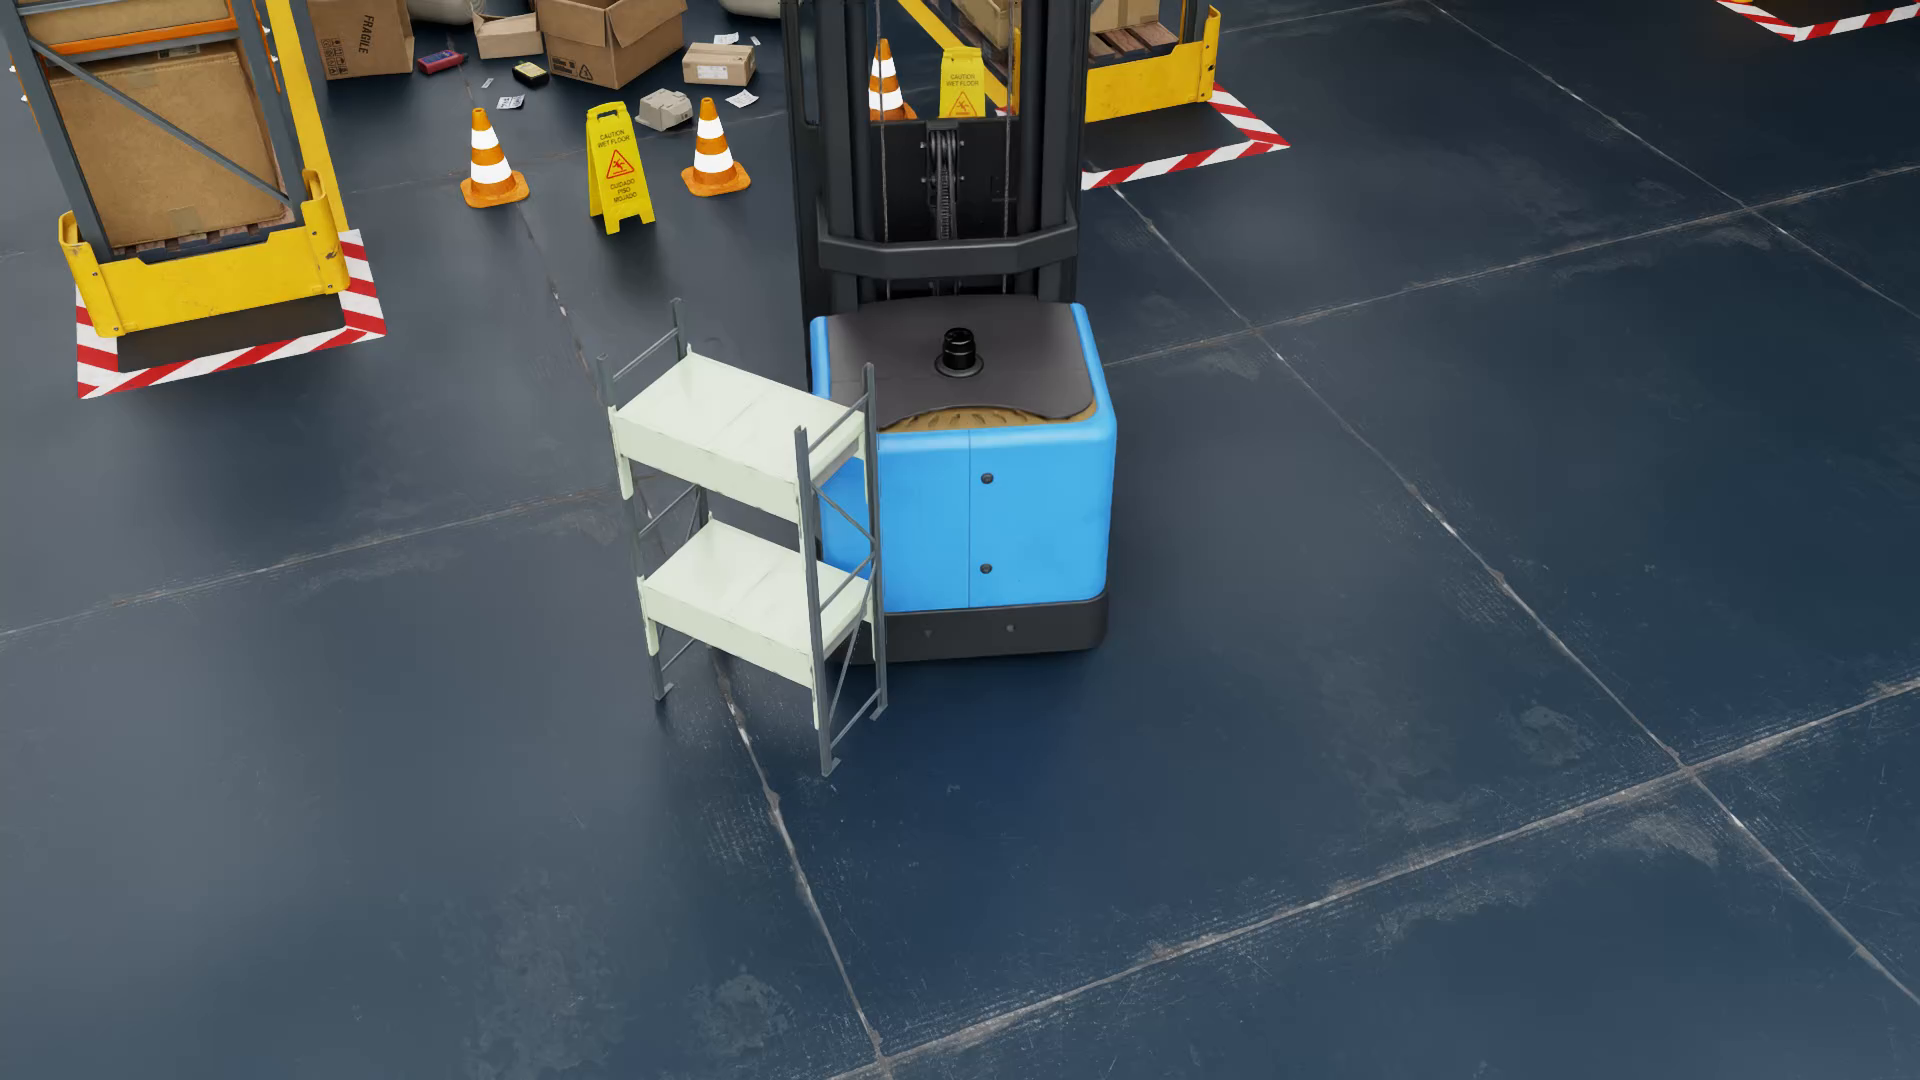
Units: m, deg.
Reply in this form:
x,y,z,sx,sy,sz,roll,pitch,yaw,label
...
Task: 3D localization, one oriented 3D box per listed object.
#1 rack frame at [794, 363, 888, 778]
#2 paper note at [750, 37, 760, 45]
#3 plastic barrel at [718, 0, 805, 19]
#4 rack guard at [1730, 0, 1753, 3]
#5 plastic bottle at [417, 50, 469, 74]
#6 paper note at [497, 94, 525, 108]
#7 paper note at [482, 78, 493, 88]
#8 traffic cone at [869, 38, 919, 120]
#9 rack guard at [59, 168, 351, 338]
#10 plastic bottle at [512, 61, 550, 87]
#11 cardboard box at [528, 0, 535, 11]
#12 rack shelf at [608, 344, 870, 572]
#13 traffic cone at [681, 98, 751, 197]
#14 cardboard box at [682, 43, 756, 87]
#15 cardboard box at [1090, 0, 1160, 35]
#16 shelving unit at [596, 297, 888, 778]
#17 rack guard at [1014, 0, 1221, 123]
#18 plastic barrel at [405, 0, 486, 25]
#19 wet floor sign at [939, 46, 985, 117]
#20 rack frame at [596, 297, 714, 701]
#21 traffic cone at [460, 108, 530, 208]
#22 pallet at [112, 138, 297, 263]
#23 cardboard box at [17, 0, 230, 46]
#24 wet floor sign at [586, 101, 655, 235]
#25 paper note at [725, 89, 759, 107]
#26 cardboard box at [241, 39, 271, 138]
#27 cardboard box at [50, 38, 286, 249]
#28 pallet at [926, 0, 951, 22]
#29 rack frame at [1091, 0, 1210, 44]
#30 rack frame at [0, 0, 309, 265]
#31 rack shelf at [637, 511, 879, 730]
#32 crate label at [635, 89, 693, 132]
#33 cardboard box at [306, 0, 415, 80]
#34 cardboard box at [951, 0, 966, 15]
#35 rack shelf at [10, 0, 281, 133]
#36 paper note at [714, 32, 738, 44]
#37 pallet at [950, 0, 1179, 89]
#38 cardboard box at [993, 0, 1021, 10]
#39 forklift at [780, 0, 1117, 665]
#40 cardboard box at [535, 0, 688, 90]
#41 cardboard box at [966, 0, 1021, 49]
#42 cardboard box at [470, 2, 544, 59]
x,y,z,sx,sy,sz,roll,pitch,yaw,label
-0.372,0.142,5.434,0.023,1.500,0.400,21,45,22,rack frame
-1.275,-3.111,10.360,0.032,0.001,0.123,-15,43,-17,paper note
-1.261,-3.529,10.529,0.512,0.421,0.421,12,42,13,plastic barrel
5.521,-3.918,10.922,1.175,0.500,0.348,-15,43,-17,rack guard
-3.134,-2.910,10.087,0.283,0.061,0.133,-31,49,-31,plastic bottle
-2.622,-2.560,9.705,0.144,0.017,0.142,-2,41,-2,paper note
-2.815,-2.723,9.909,0.032,0.001,0.123,5,41,6,paper note
-0.429,-2.615,9.436,0.336,0.463,0.334,-15,43,-17,traffic cone
-3.598,-1.381,7.973,1.175,0.500,0.348,-15,43,-17,rack guard
-2.589,-2.799,9.958,0.133,0.061,0.283,-31,49,-31,plastic bottle
-2.449,-3.732,10.600,0.797,0.637,0.503,-15,43,-17,cardboard box
-0.689,-0.273,5.319,0.720,0.370,0.431,21,45,22,rack shelf
-1.324,-2.133,8.876,0.336,0.463,0.334,-15,43,-17,traffic cone
-1.440,-2.844,9.943,0.380,0.149,0.250,5,41,6,cardboard box
0.874,-3.311,10.087,0.500,0.250,0.500,-15,43,-17,cardboard box
-0.689,0.023,5.574,0.755,1.500,0.431,21,45,22,shelving unit
0.899,-2.737,9.550,1.175,0.500,0.348,-15,43,-17,rack guard
-3.286,-3.476,10.467,0.512,0.421,0.421,12,42,13,plastic barrel
0.012,-2.365,9.006,0.267,0.644,0.232,-2,41,-2,wet floor sign
-1.005,-0.097,5.713,0.023,1.500,0.400,21,45,22,rack frame
-2.498,-2.056,8.786,0.336,0.463,0.334,-15,43,-17,traffic cone
-3.985,-1.748,8.621,1.003,0.211,1.213,-15,43,-17,pallet
-3.791,-2.613,7.373,0.875,0.550,0.550,-15,43,-17,cardboard box
-1.767,-1.928,8.497,0.267,0.644,0.232,-23,46,-24,wet floor sign
-1.273,-2.587,9.734,0.148,0.019,0.142,-31,49,-31,paper note
-4.266,-2.619,8.802,0.875,0.875,0.875,-16,43,-18,cardboard box
-3.928,-2.089,8.187,0.875,0.875,0.875,-15,43,-17,cardboard box
0.157,-3.860,11.077,1.003,0.211,1.213,-15,43,-17,pallet
0.928,-3.639,8.682,1.000,3.000,0.127,-15,43,-17,rack frame
-3.607,-2.344,7.175,1.000,3.000,0.127,-15,43,-17,rack frame
-0.689,0.270,5.786,0.720,0.370,0.431,21,45,22,rack shelf
-1.682,-2.468,9.515,0.298,0.136,0.250,27,47,27,crate label
-3.595,-3.127,10.001,0.500,0.500,0.500,-8,41,-9,cardboard box
0.179,-3.490,10.295,0.500,0.250,0.500,-15,43,-17,cardboard box
-4.372,-3.276,8.810,1.077,0.370,4.000,-15,43,-17,rack shelf
-1.460,-3.131,10.377,0.148,0.019,0.142,-2,41,-2,paper note
0.620,-3.126,10.223,1.003,0.211,1.213,-15,43,-17,pallet
0.380,-3.458,9.682,0.500,0.500,0.500,-15,43,-17,cardboard box
-0.109,-1.606,6.370,1.130,2.935,3.031,-4,41,-4,forklift
-2.084,-3.119,9.992,0.637,0.503,0.797,19,44,20,cardboard box
0.361,-3.190,9.946,0.500,0.250,0.500,-15,43,-17,cardboard box
-2.778,-3.141,10.199,0.396,0.266,0.258,-8,41,-9,cardboard box
